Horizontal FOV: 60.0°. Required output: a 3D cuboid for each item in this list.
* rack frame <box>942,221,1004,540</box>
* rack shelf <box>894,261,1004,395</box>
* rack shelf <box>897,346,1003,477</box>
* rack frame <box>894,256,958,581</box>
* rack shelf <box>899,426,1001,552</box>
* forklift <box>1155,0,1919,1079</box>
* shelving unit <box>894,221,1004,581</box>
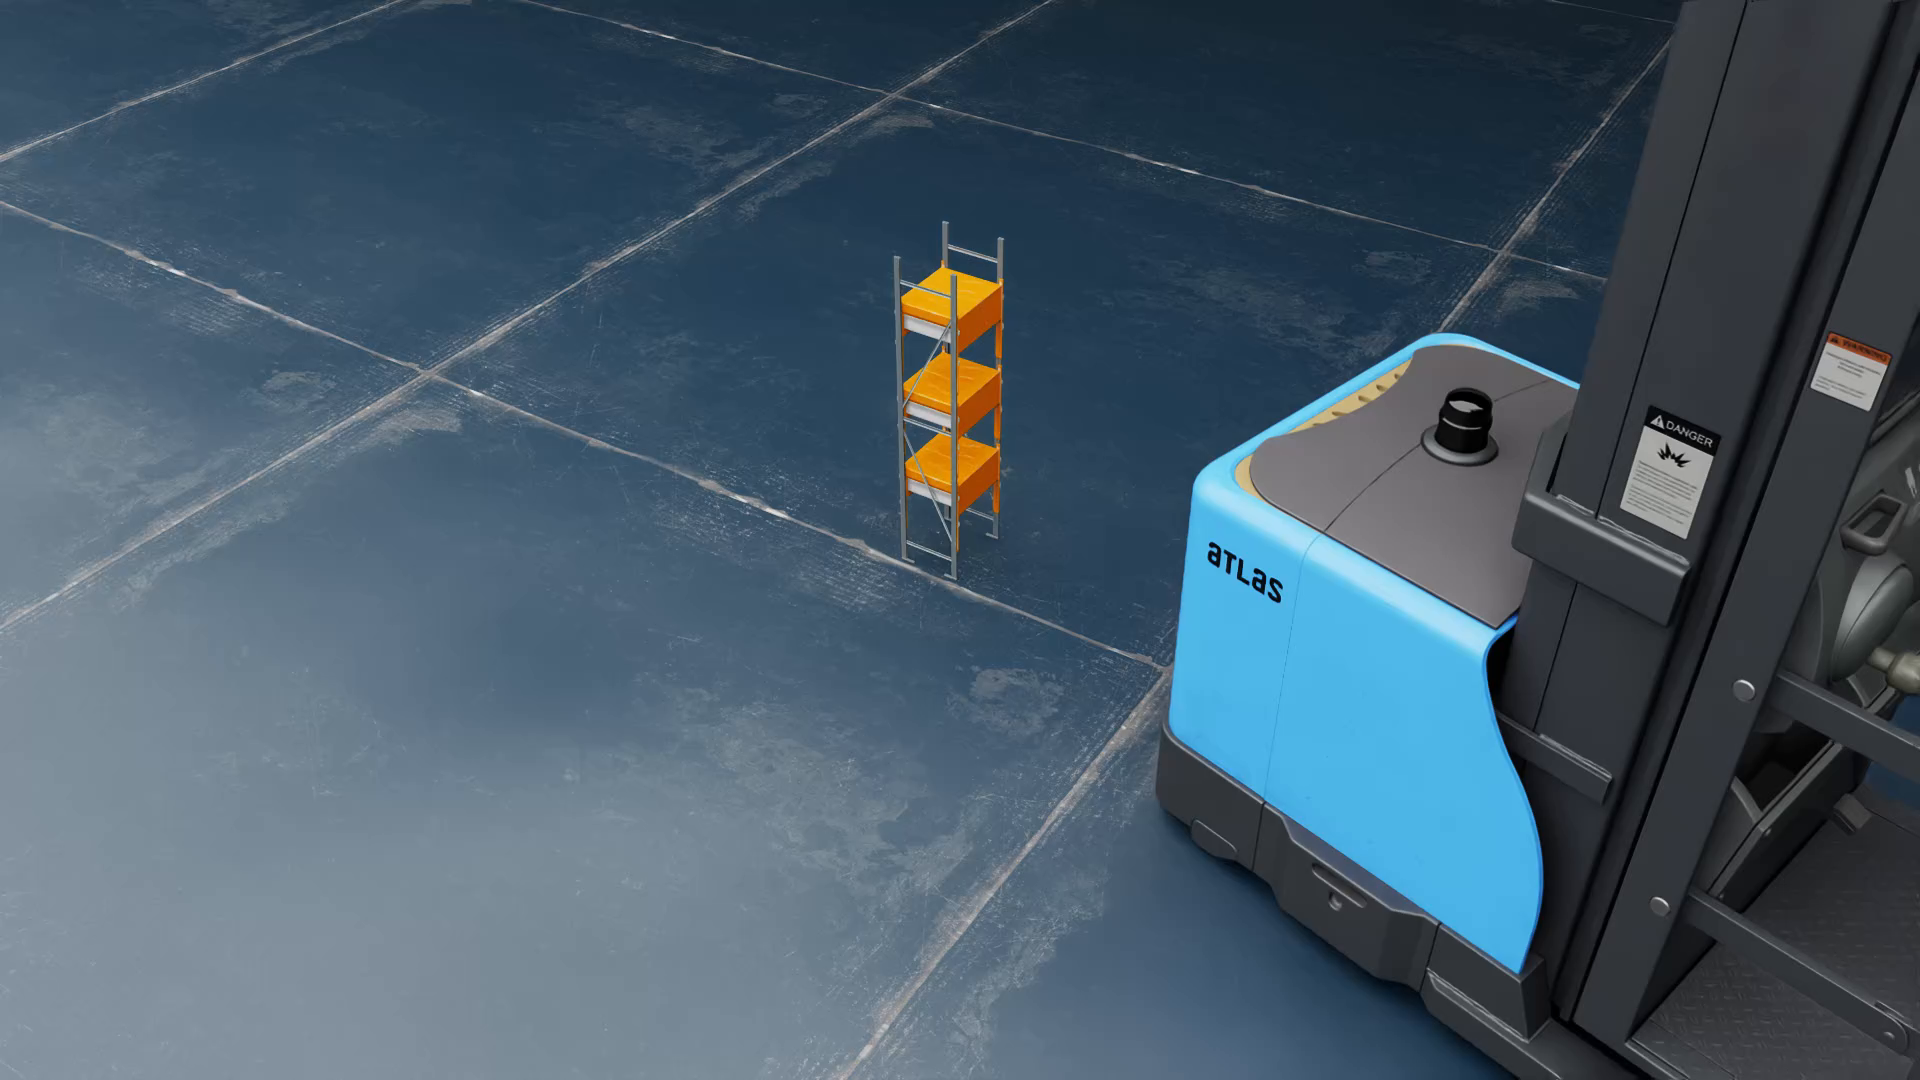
[{"bbox_3d":[0.037,-0.451,4.975,0.200,1.050,0.008,21,42,25],"label":"rack frame"},{"bbox_3d":[-0.029,-0.605,4.727,0.215,0.259,0.240,21,42,25],"label":"rack shelf"},{"bbox_3d":[-0.029,-0.380,4.900,0.215,0.259,0.240,21,42,25],"label":"rack shelf"},{"bbox_3d":[-0.094,-0.325,4.812,0.200,1.050,0.008,21,42,25],"label":"rack frame"},{"bbox_3d":[-0.029,-0.160,5.070,0.215,0.259,0.240,21,42,25],"label":"rack shelf"},{"bbox_3d":[1.871,0.004,2.844,1.130,2.935,3.031,-29,46,-32],"label":"forklift"},{"bbox_3d":[-0.029,-0.388,4.894,0.215,1.050,0.252,21,42,25],"label":"shelving unit"}]
